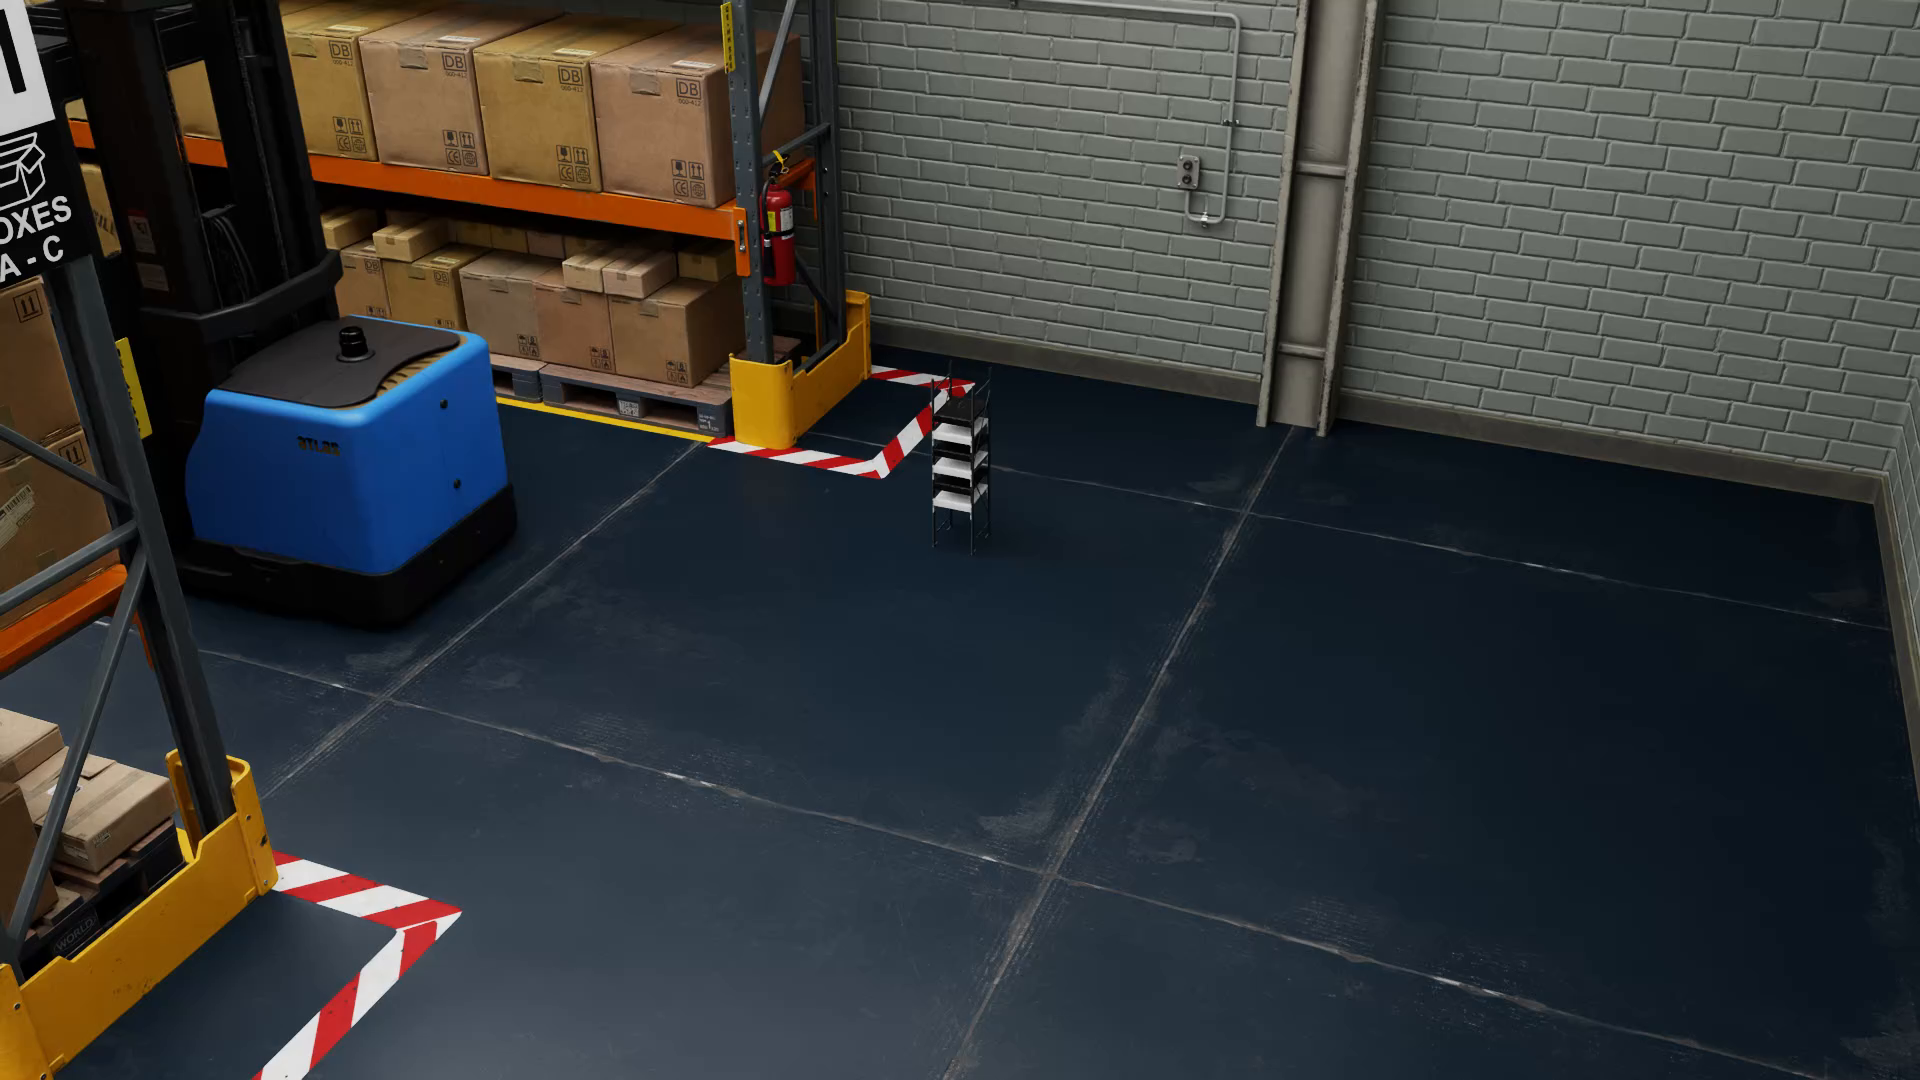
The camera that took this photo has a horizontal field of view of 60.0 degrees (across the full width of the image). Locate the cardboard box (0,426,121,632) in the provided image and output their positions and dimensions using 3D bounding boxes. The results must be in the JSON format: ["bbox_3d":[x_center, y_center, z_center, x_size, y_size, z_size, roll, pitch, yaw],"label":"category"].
[{"bbox_3d":[-3.085,-0.078,5.238,0.500,0.500,0.500,12,32,20],"label":"cardboard box"}]

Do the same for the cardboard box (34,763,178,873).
[{"bbox_3d":[-3.031,0.983,5.913,0.250,0.149,0.380,11,31,19],"label":"cardboard box"}]

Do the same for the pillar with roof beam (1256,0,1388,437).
[{"bbox_3d":[0.295,-2.635,3.767,0.400,9.000,9.100,11,31,19],"label":"pillar with roof beam"}]

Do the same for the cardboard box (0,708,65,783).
[{"bbox_3d":[-3.633,0.851,6.044,0.500,0.250,0.500,11,31,19],"label":"cardboard box"}]

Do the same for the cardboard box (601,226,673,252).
[{"bbox_3d":[-1.879,-1.714,9.688,0.250,0.149,0.380,11,31,19],"label":"cardboard box"}]

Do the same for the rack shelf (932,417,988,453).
[{"bbox_3d":[0.008,-0.518,7.954,0.200,0.077,0.258,11,31,19],"label":"rack shelf"}]

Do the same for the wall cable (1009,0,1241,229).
[{"bbox_3d":[0.628,-2.728,8.996,1.851,1.984,0.084,11,31,19],"label":"wall cable"}]

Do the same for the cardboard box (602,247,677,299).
[{"bbox_3d":[-1.787,-1.493,9.298,0.250,0.149,0.380,11,31,19],"label":"cardboard box"}]

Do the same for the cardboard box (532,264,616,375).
[{"bbox_3d":[-2.064,-1.363,9.726,0.500,0.500,0.700,11,31,19],"label":"cardboard box"}]

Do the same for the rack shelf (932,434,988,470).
[{"bbox_3d":[0.008,-0.440,7.998,0.200,0.077,0.258,11,31,19],"label":"rack shelf"}]

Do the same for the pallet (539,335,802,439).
[{"bbox_3d":[-1.684,-0.990,9.787,1.213,0.211,1.003,11,31,19],"label":"pallet"}]

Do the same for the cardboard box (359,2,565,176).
[{"bbox_3d":[-2.771,-2.587,9.473,0.700,0.700,0.980,10,31,17],"label":"cardboard box"}]

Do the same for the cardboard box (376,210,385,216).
[{"bbox_3d":[-3.966,-1.741,10.396,0.500,0.500,0.700,12,32,20],"label":"cardboard box"}]

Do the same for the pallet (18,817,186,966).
[{"bbox_3d":[-3.582,1.221,5.876,1.213,0.211,1.003,11,31,19],"label":"pallet"}]

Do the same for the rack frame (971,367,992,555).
[{"bbox_3d":[0.102,-0.371,7.993,0.006,0.900,0.240,11,31,19],"label":"rack frame"}]

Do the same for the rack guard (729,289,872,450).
[{"bbox_3d":[-0.891,-0.999,9.509,0.348,0.500,1.175,11,31,19],"label":"rack guard"}]

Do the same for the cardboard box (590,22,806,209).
[{"bbox_3d":[-1.390,-2.312,8.987,0.700,0.700,0.980,13,32,21],"label":"cardboard box"}]

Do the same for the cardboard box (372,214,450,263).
[{"bbox_3d":[-3.233,-1.781,9.806,0.250,0.149,0.380,10,31,18],"label":"cardboard box"}]

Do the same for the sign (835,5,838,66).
[{"bbox_3d":[-0.699,-2.755,9.116,0.005,0.325,0.100,11,31,19],"label":"sign"}]

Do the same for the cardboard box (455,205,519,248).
[{"bbox_3d":[-2.819,-1.901,10.020,0.250,0.149,0.380,11,31,18],"label":"cardboard box"}]

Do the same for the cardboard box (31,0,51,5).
[{"bbox_3d":[-5.149,-3.310,9.871,0.500,0.250,0.500,12,32,20],"label":"cardboard box"}]

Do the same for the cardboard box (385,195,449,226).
[{"bbox_3d":[-3.292,-1.996,10.187,0.250,0.149,0.380,10,31,18],"label":"cardboard box"}]

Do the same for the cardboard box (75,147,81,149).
[{"bbox_3d":[-6.096,-2.303,11.034,0.750,0.750,0.750,12,32,21],"label":"cardboard box"}]

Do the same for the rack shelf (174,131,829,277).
[{"bbox_3d":[-2.767,-2.149,9.734,4.000,0.370,1.077,11,31,19],"label":"rack shelf"}]

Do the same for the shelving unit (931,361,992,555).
[{"bbox_3d":[0.008,-0.390,8.026,0.210,0.900,0.258,11,31,19],"label":"shelving unit"}]

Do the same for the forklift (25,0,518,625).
[{"bbox_3d":[-3.762,-1.331,7.627,3.031,2.935,1.130,10,31,18],"label":"forklift"}]

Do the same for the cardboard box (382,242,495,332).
[{"bbox_3d":[-3.027,-1.551,10.059,0.500,0.500,0.700,12,32,20],"label":"cardboard box"}]

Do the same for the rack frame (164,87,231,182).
[{"bbox_3d":[-4.620,-2.832,10.212,0.127,3.000,1.000,11,31,19],"label":"rack frame"}]

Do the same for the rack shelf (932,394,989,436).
[{"bbox_3d":[0.008,-0.596,7.909,0.200,0.077,0.258,11,31,19],"label":"rack shelf"}]

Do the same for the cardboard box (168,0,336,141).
[{"bbox_3d":[-4.124,-2.855,9.947,0.700,0.700,0.980,12,32,20],"label":"cardboard box"}]

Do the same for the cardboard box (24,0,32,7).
[{"bbox_3d":[-5.619,-3.409,10.046,0.500,0.250,0.500,12,32,20],"label":"cardboard box"}]

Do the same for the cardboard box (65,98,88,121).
[{"bbox_3d":[-5.283,-2.700,10.214,0.250,0.149,0.380,12,32,20],"label":"cardboard box"}]

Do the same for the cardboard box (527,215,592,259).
[{"bbox_3d":[-2.346,-1.807,9.853,0.250,0.149,0.380,12,32,20],"label":"cardboard box"}]

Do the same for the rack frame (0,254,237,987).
[{"bbox_3d":[-2.773,0.168,4.905,0.127,3.000,1.000,11,31,19],"label":"rack frame"}]

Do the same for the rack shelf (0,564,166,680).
[{"bbox_3d":[-4.626,0.111,5.737,4.000,0.370,1.077,11,31,19],"label":"rack shelf"}]
